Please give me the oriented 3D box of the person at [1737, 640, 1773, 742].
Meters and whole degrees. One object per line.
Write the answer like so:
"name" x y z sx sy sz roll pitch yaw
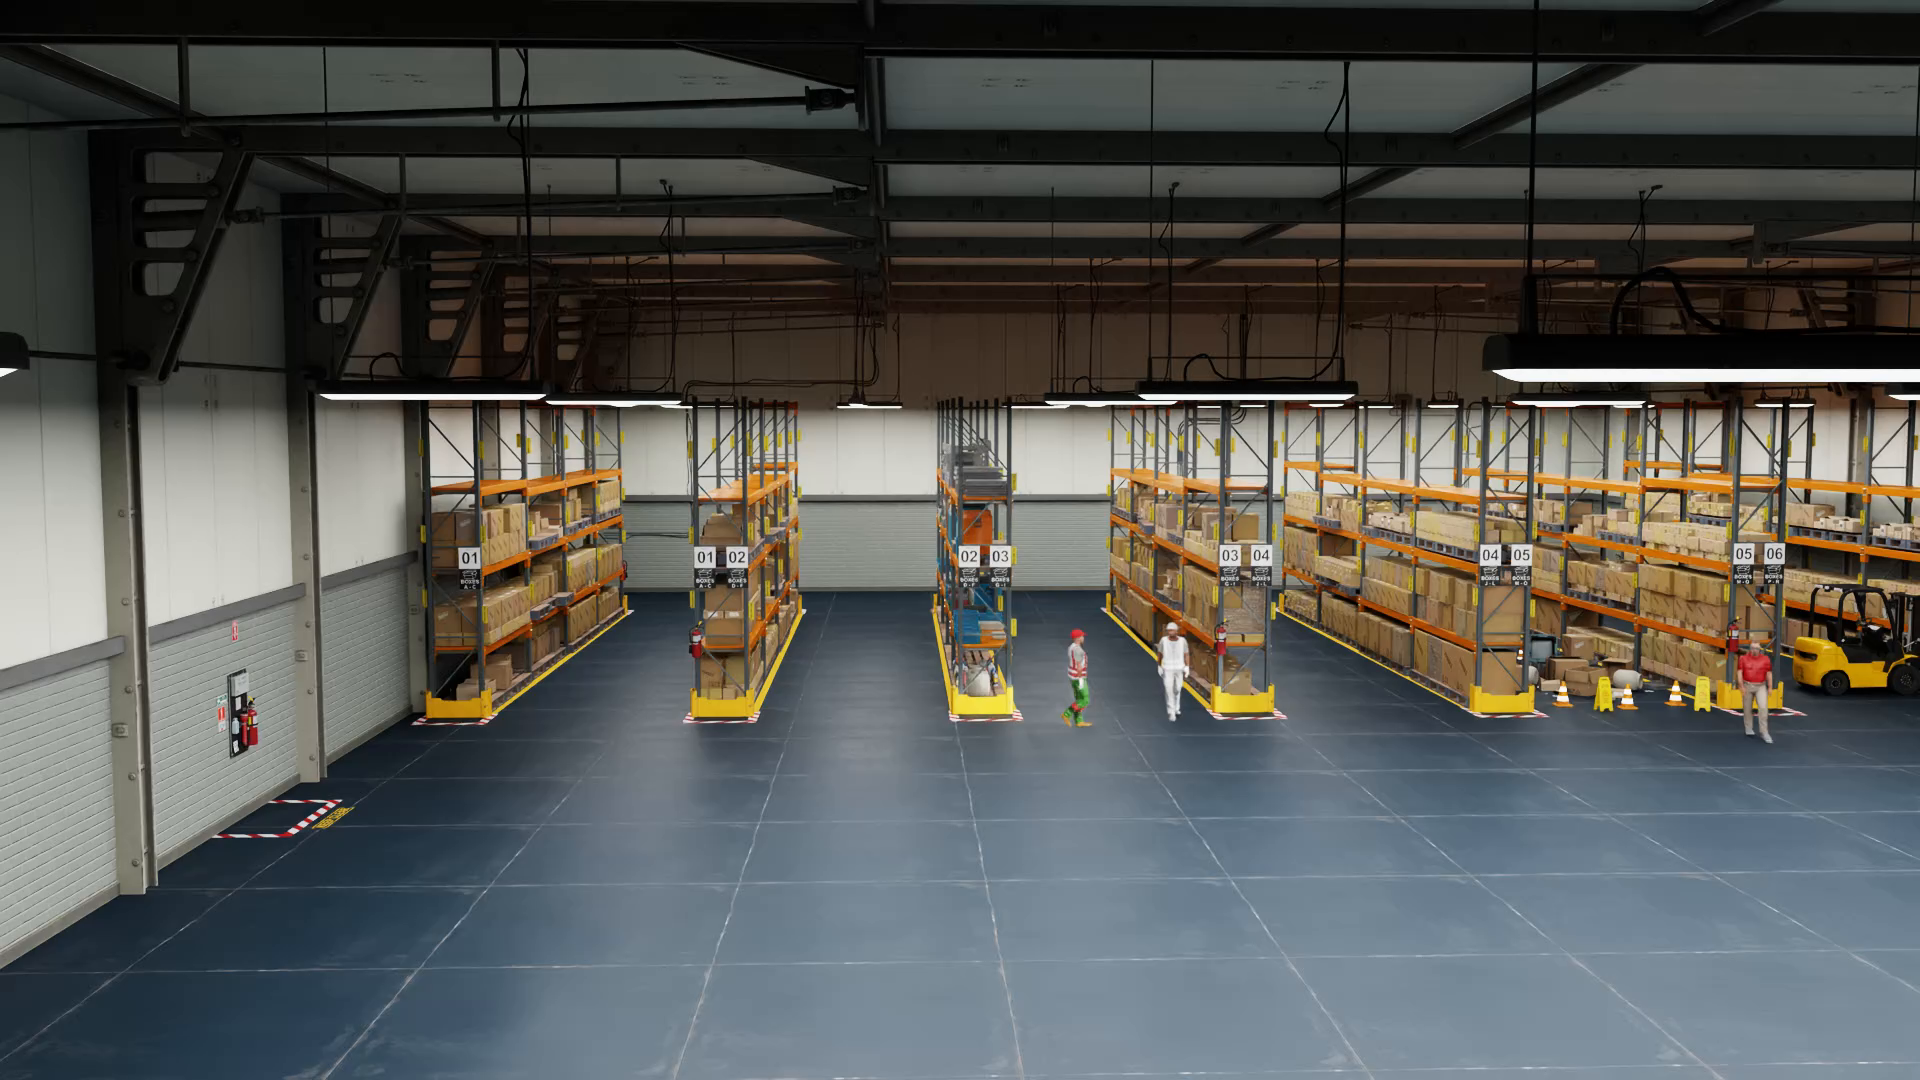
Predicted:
"person" 13.916 2.606 29.097 0.590 1.689 0.885 2 5 25

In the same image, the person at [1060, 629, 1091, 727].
"person" 2.106 2.499 30.032 0.582 1.785 0.558 -1 5 -12

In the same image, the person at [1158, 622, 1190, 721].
"person" 4.000 2.451 31.098 0.570 1.824 0.754 0 4 1
